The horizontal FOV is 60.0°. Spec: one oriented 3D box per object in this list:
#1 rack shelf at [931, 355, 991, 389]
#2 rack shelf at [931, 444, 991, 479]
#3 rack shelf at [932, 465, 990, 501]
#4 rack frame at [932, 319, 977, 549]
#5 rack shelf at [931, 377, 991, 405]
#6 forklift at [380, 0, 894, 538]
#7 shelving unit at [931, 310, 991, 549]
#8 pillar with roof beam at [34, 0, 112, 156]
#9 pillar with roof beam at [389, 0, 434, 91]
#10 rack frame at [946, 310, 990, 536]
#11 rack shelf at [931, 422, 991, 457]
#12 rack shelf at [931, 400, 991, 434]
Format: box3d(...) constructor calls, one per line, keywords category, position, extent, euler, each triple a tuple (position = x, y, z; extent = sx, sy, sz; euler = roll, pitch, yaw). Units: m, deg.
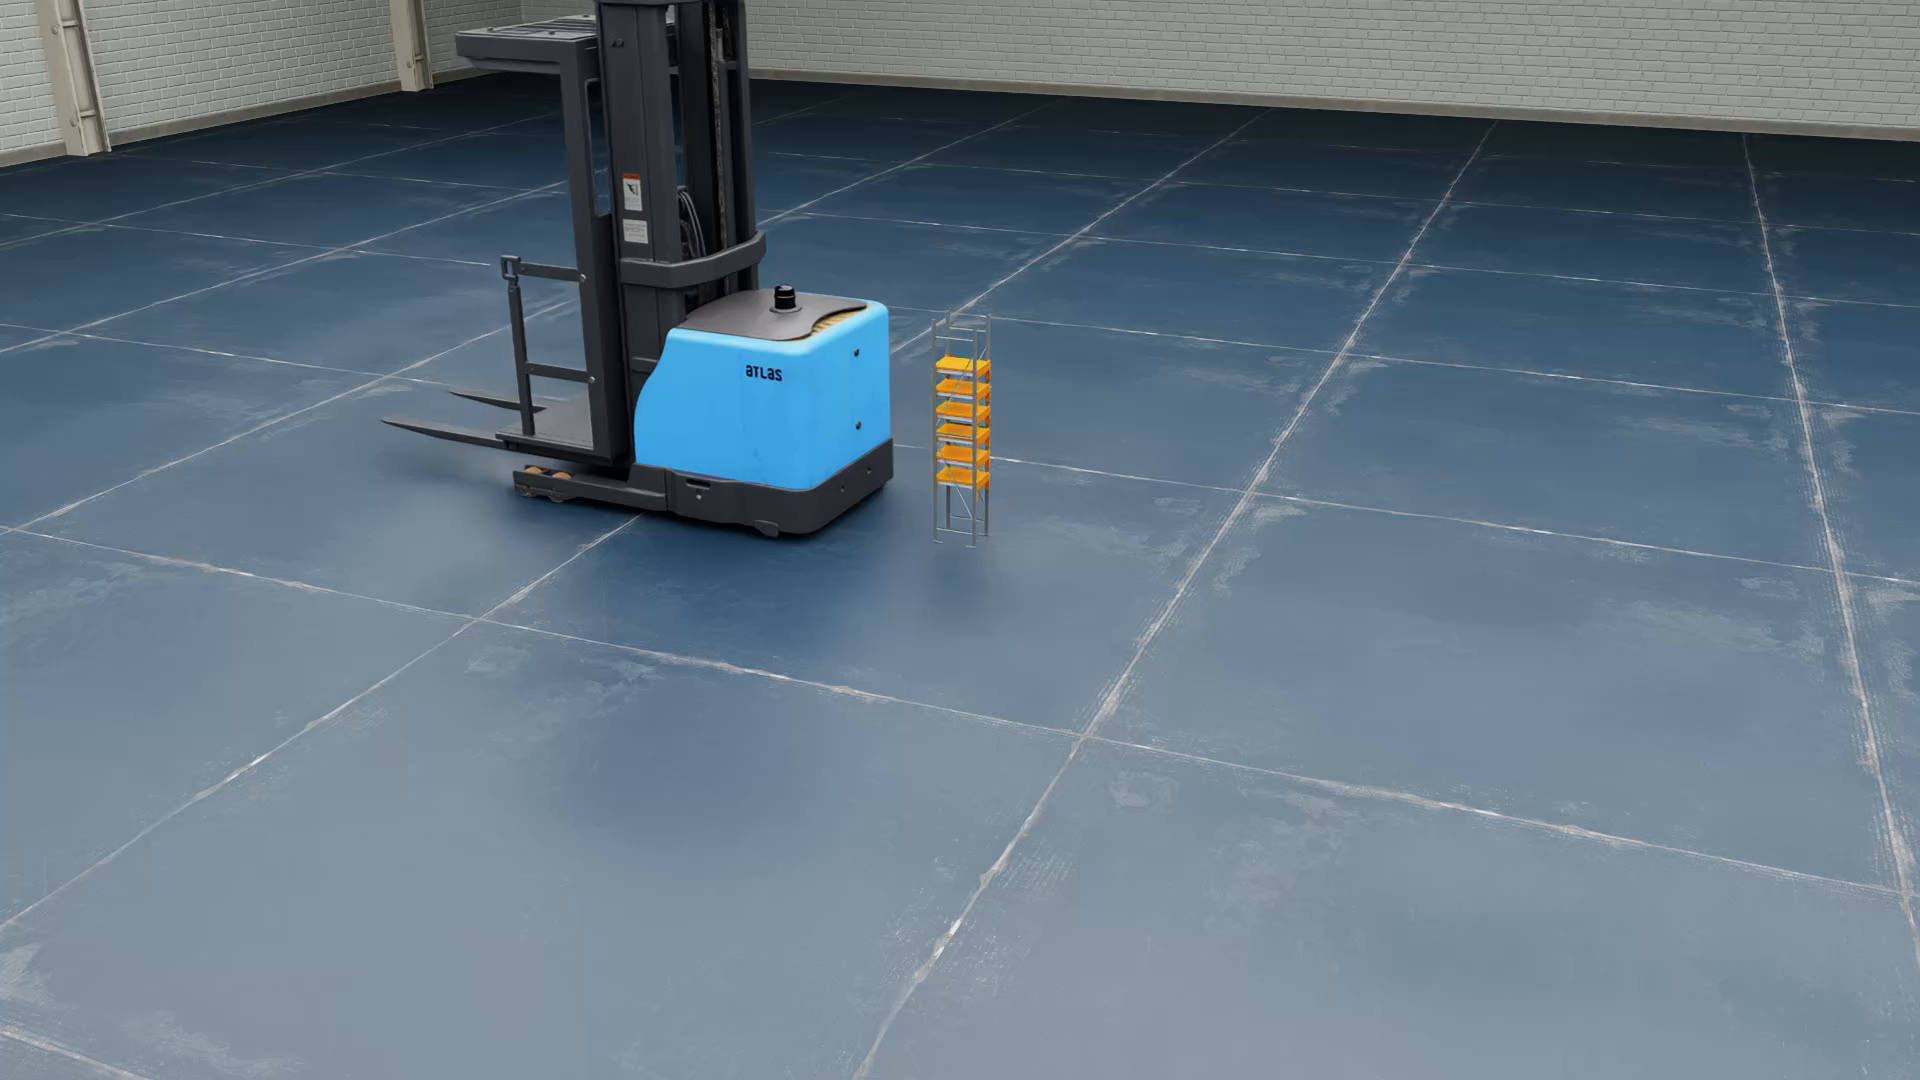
box3d(category="rack shelf", position=(0.005, -0.850, 8.410), extent=(0.258, 0.103, 0.180), euler=(9, 24, 20))
box3d(category="rack shelf", position=(0.005, -0.407, 8.595), extent=(0.258, 0.103, 0.180), euler=(9, 24, 20))
box3d(category="rack shelf", position=(0.005, -0.296, 8.641), extent=(0.258, 0.103, 0.180), euler=(9, 24, 20))
box3d(category="rack frame", position=(-0.029, -0.526, 8.453), extent=(0.240, 1.200, 0.006), euler=(9, 24, 20))
box3d(category="rack shelf", position=(0.005, -0.739, 8.456), extent=(0.258, 0.103, 0.180), euler=(9, 24, 20))
box3d(category="forklift", position=(-1.936, -1.732, 9.094), extent=(3.031, 2.935, 1.130), euler=(10, 25, 23))
box3d(category="shelving unit", position=(0.005, -0.559, 8.531), extent=(0.258, 1.200, 0.189), euler=(9, 24, 20))
box3d(category="pillar with roof beam", position=(-6.369, -8.146, 16.576), extent=(9.100, 9.000, 0.400), euler=(9, 24, 20))
box3d(category="pillar with roof beam", position=(-4.141, -10.293, 21.716), extent=(9.100, 9.000, 0.400), euler=(9, 24, 20))
box3d(category="rack frame", position=(0.039, -0.592, 8.610), extent=(0.240, 1.200, 0.006), euler=(9, 24, 20))
box3d(category="rack shelf", position=(0.005, -0.518, 8.548), extent=(0.258, 0.103, 0.180), euler=(9, 24, 20))
box3d(category="rack shelf", position=(0.005, -0.629, 8.502), extent=(0.258, 0.103, 0.180), euler=(9, 24, 20))
